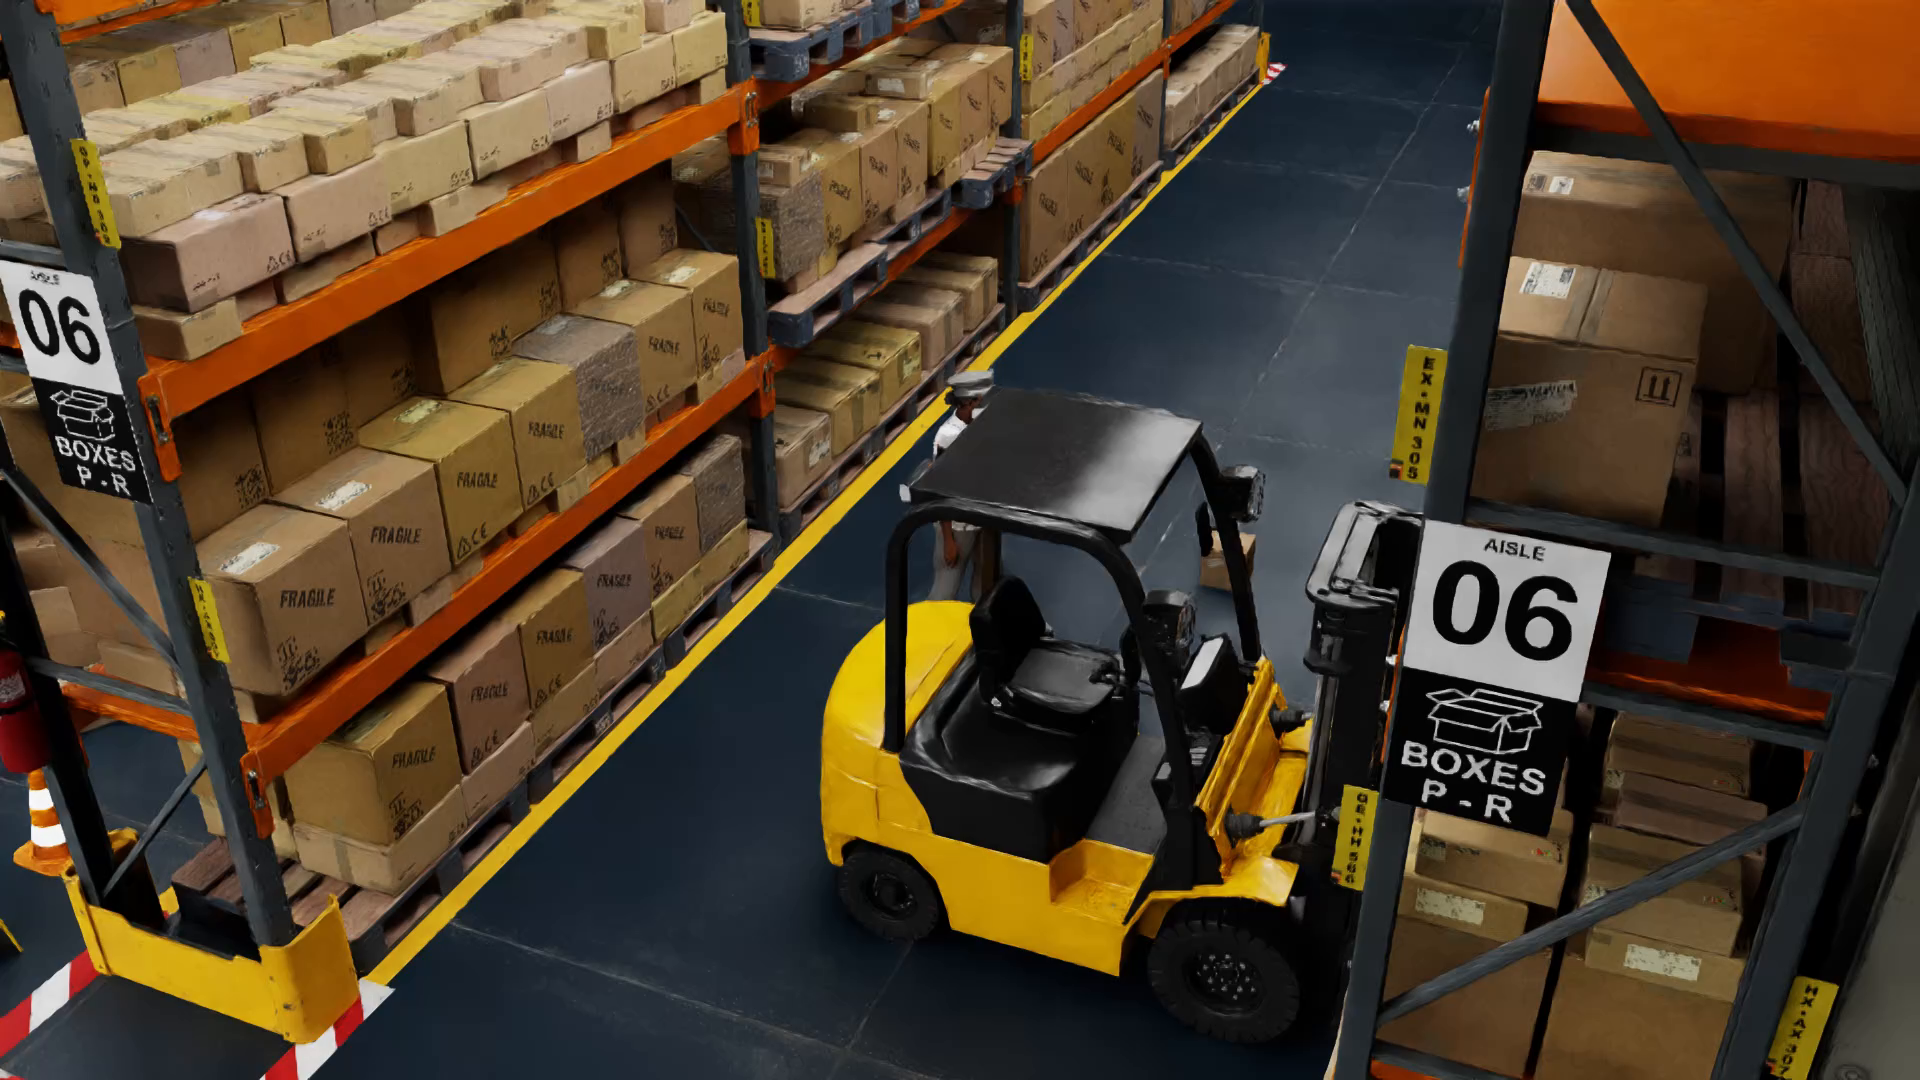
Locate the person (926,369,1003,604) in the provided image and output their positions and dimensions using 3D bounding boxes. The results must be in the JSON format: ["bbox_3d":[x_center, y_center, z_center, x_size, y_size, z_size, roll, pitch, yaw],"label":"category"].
[{"bbox_3d":[0.072,-0.095,8.504,0.482,1.670,0.571,18,34,29],"label":"person"}]
